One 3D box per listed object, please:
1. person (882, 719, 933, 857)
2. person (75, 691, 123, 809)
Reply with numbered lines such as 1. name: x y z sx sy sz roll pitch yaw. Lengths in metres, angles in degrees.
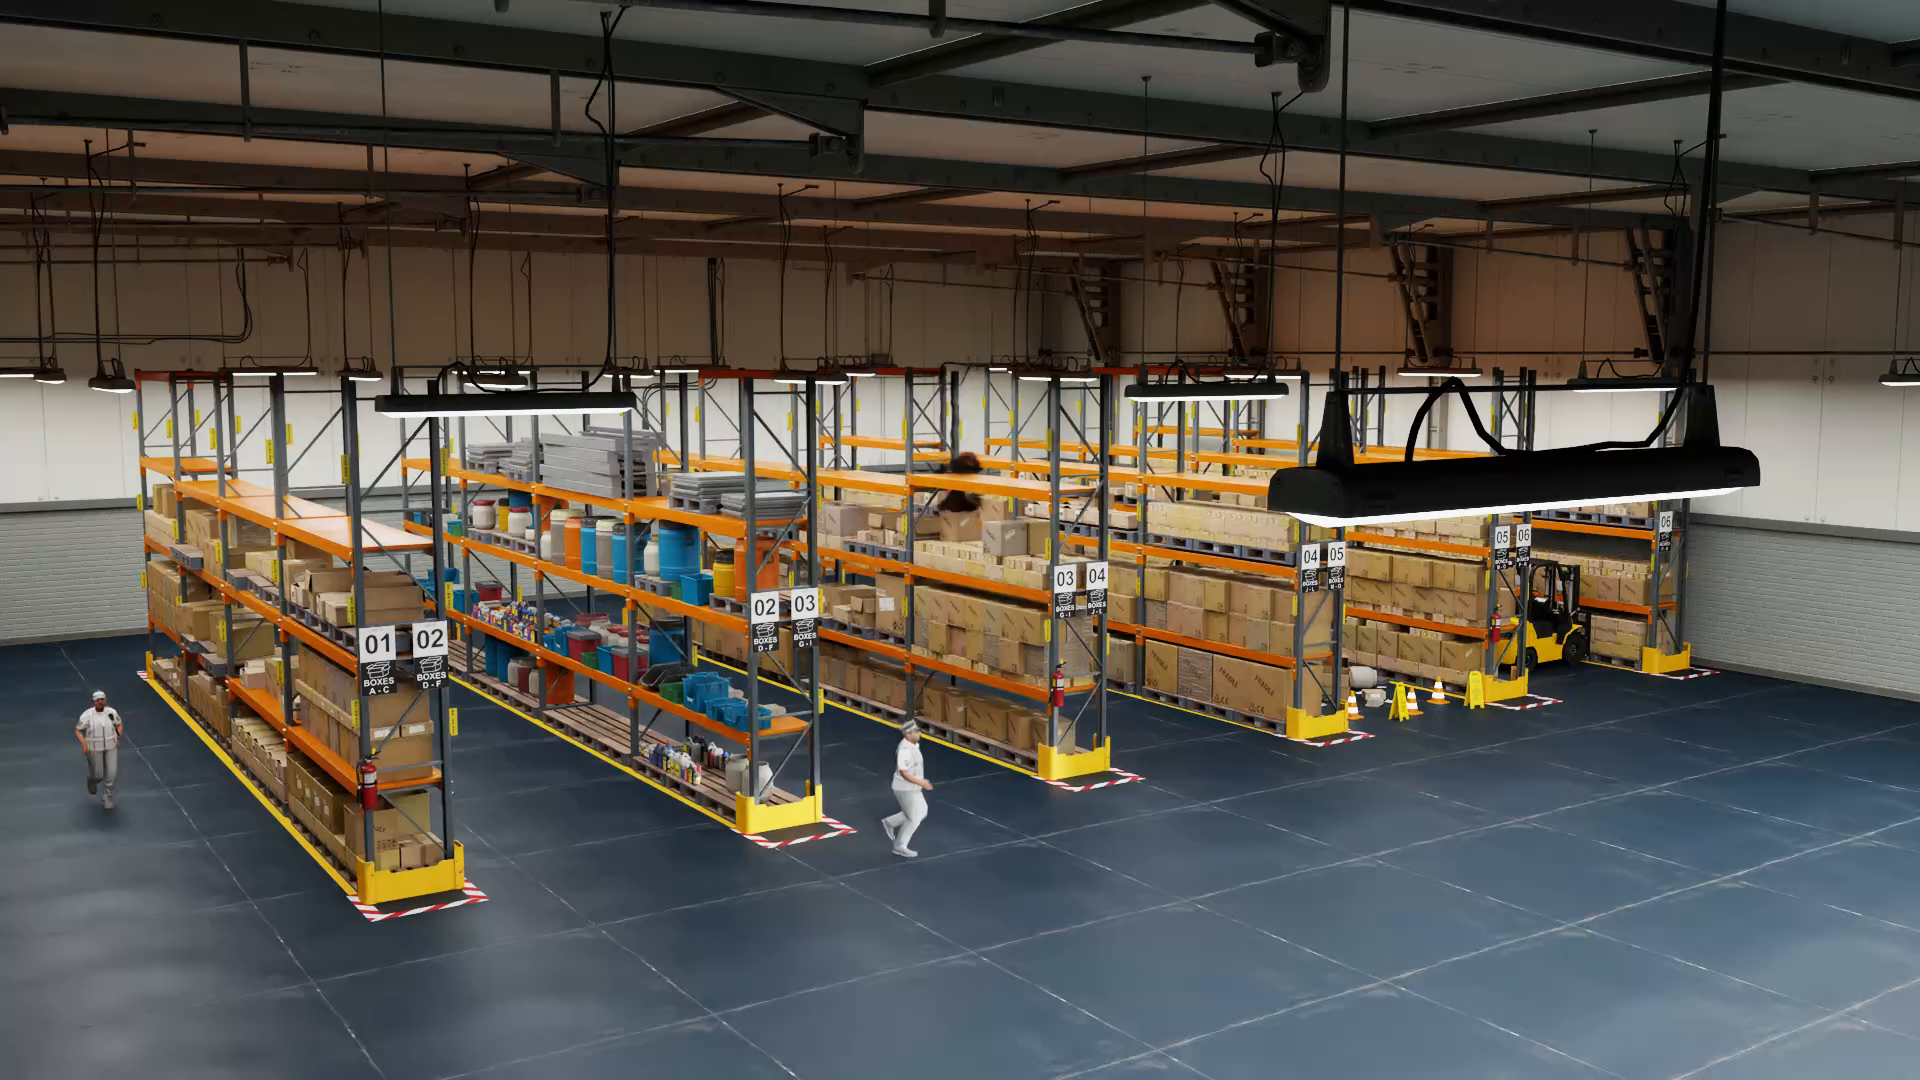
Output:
1. person: -0.663 3.113 20.992 0.676 1.754 0.687 0 6 4
2. person: -12.024 2.923 23.288 0.614 1.617 0.575 -5 8 -40
